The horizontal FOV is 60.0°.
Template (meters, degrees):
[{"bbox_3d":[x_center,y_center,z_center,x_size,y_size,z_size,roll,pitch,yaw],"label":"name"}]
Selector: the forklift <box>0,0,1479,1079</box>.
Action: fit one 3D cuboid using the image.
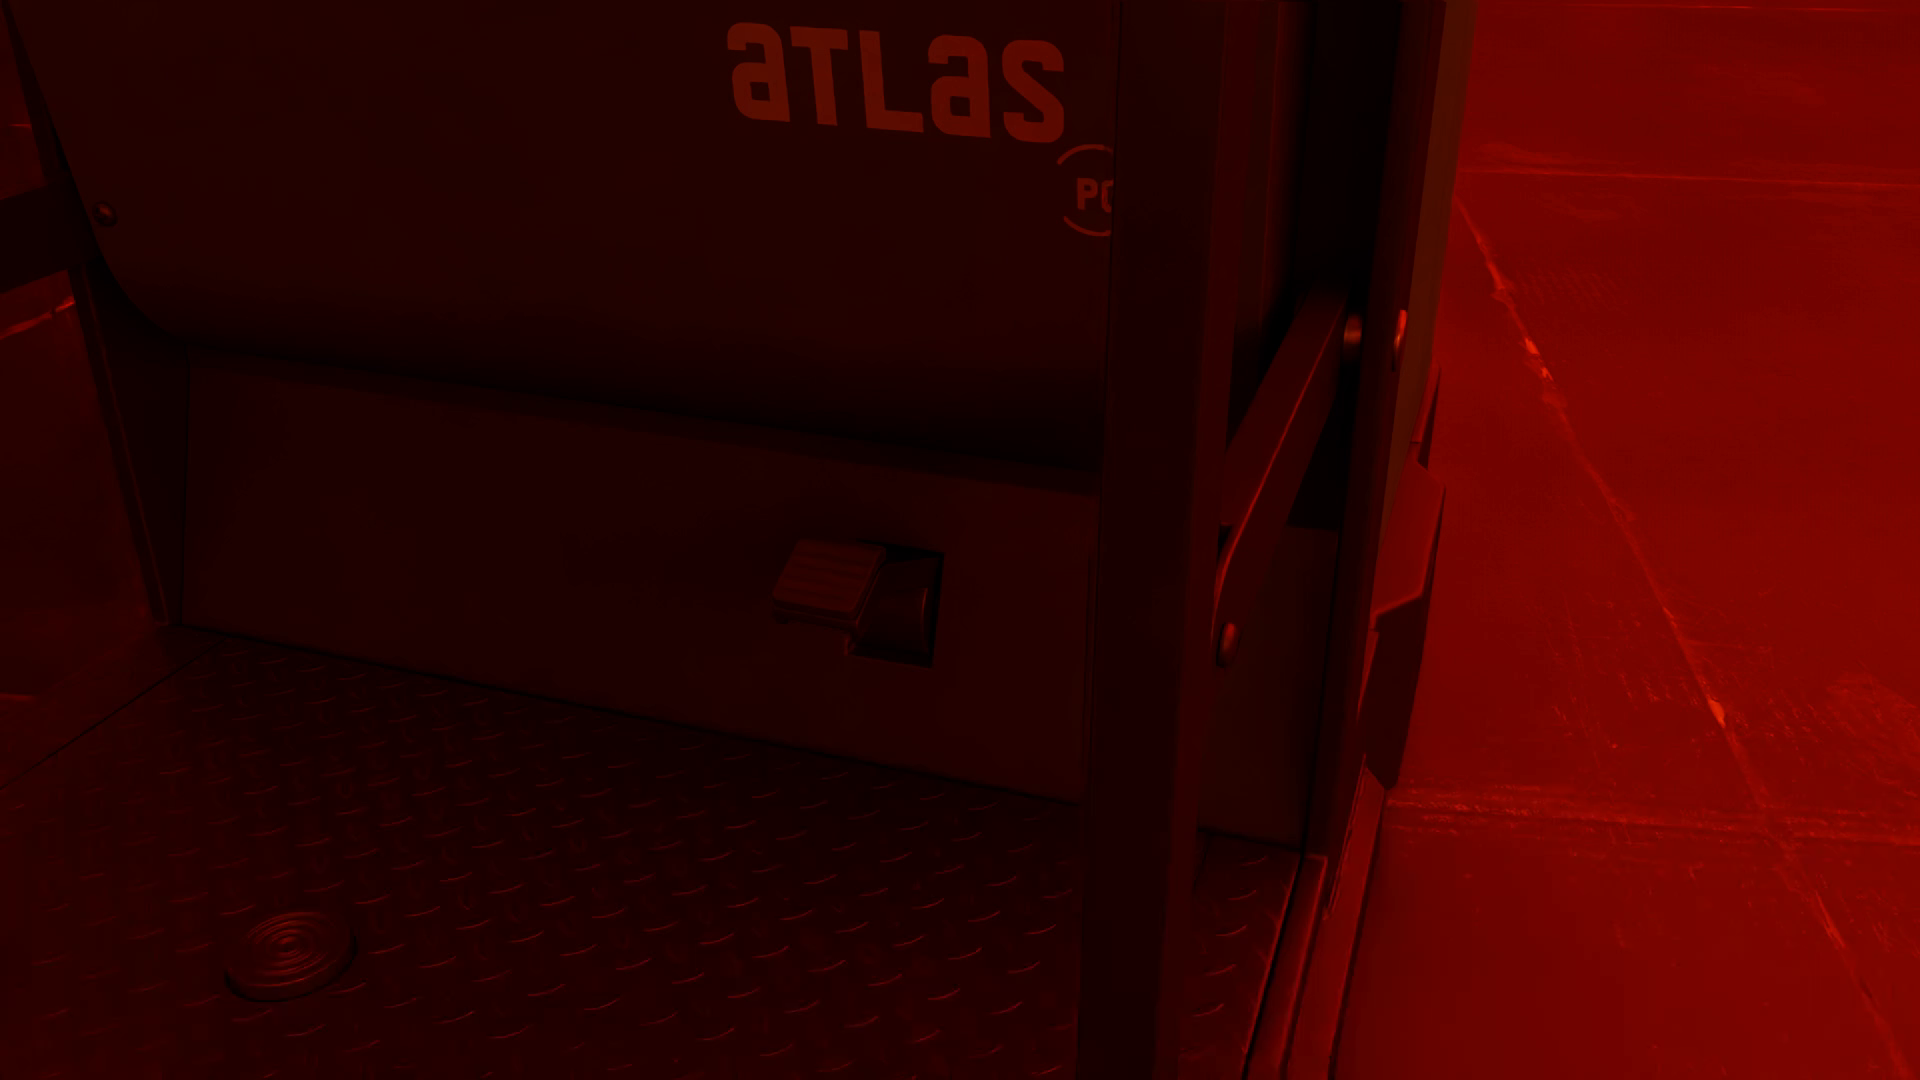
[{"bbox_3d":[-0.304,-0.750,0.719,1.130,2.935,3.031,9,28,17],"label":"forklift"}]
